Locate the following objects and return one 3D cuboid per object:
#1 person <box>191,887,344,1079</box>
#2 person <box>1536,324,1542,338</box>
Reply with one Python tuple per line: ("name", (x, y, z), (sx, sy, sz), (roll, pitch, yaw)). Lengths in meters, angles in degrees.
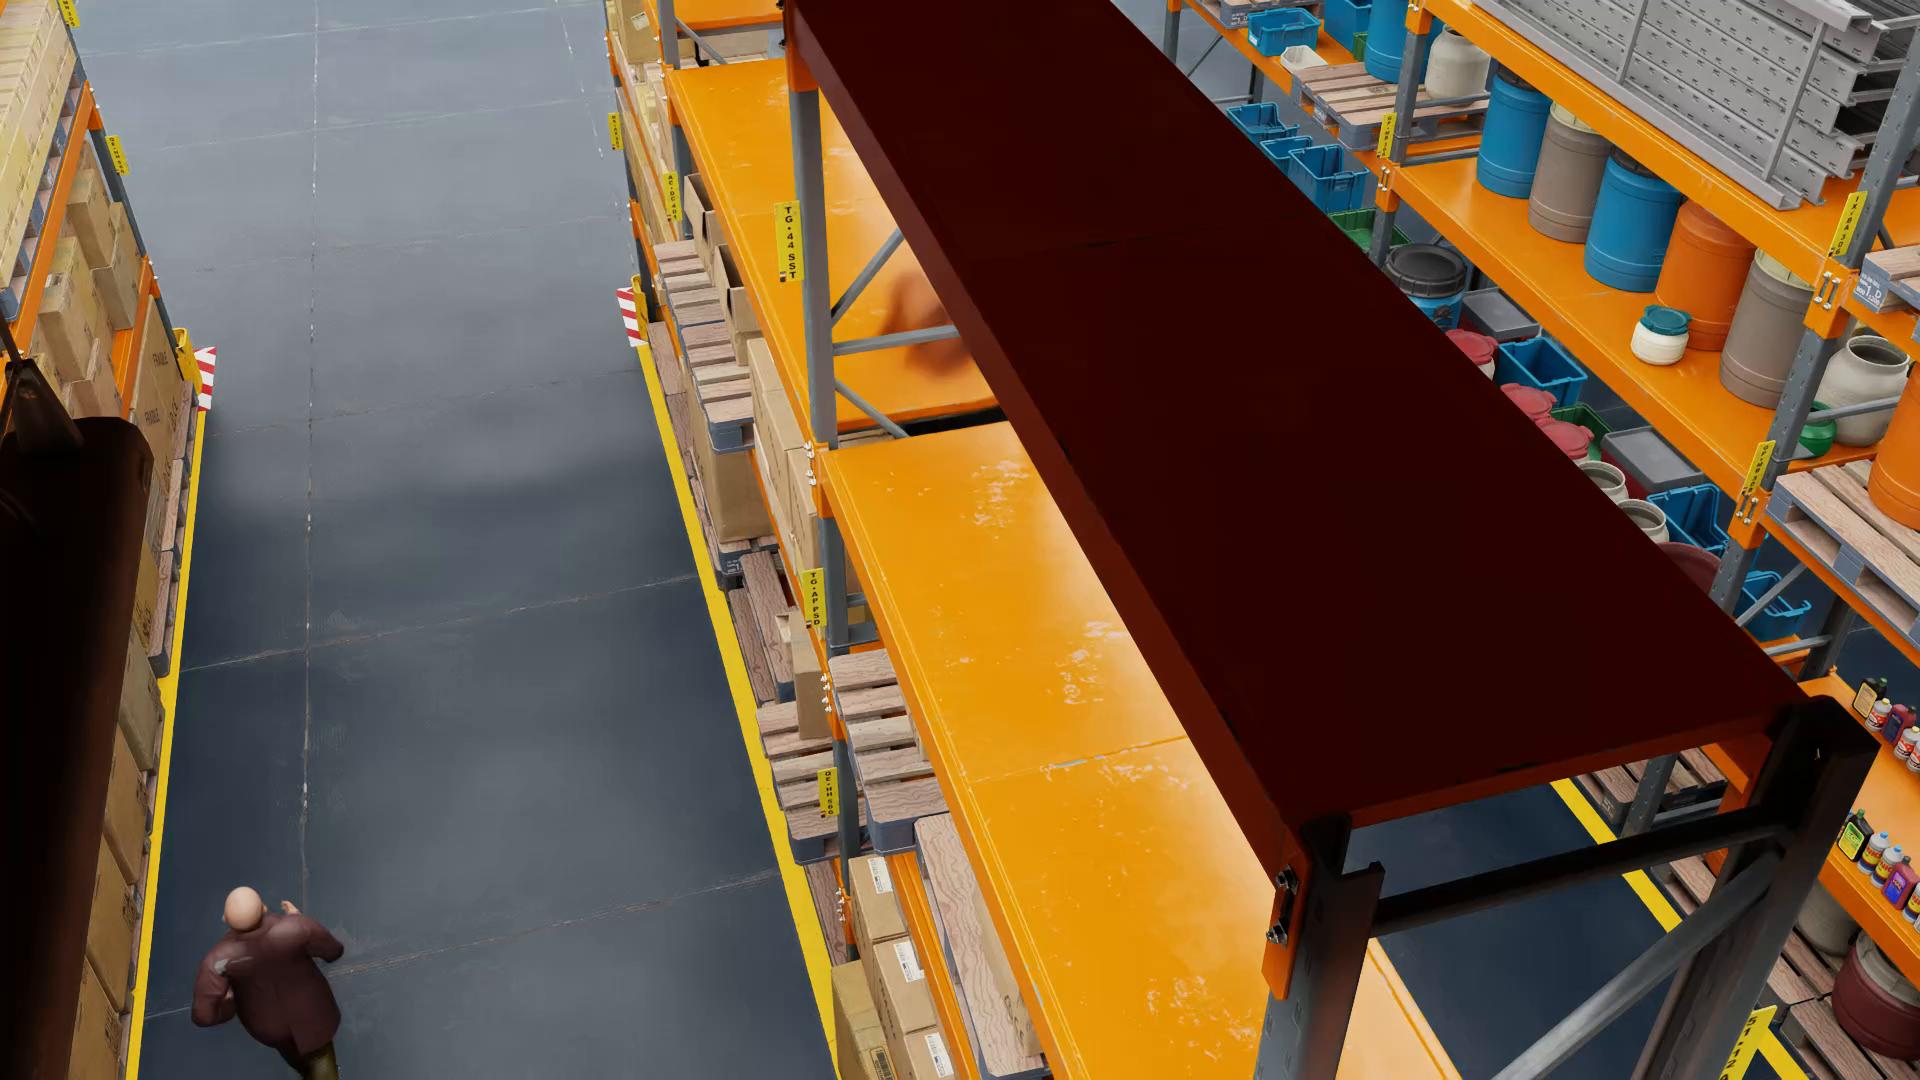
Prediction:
("person", (-3.400, 2.353, 8.384), (0.708, 1.777, 1.050), (-15, 41, -18))
("person", (4.990, -2.255, 14.270), (0.716, 1.743, 0.630), (-13, 40, -16))
